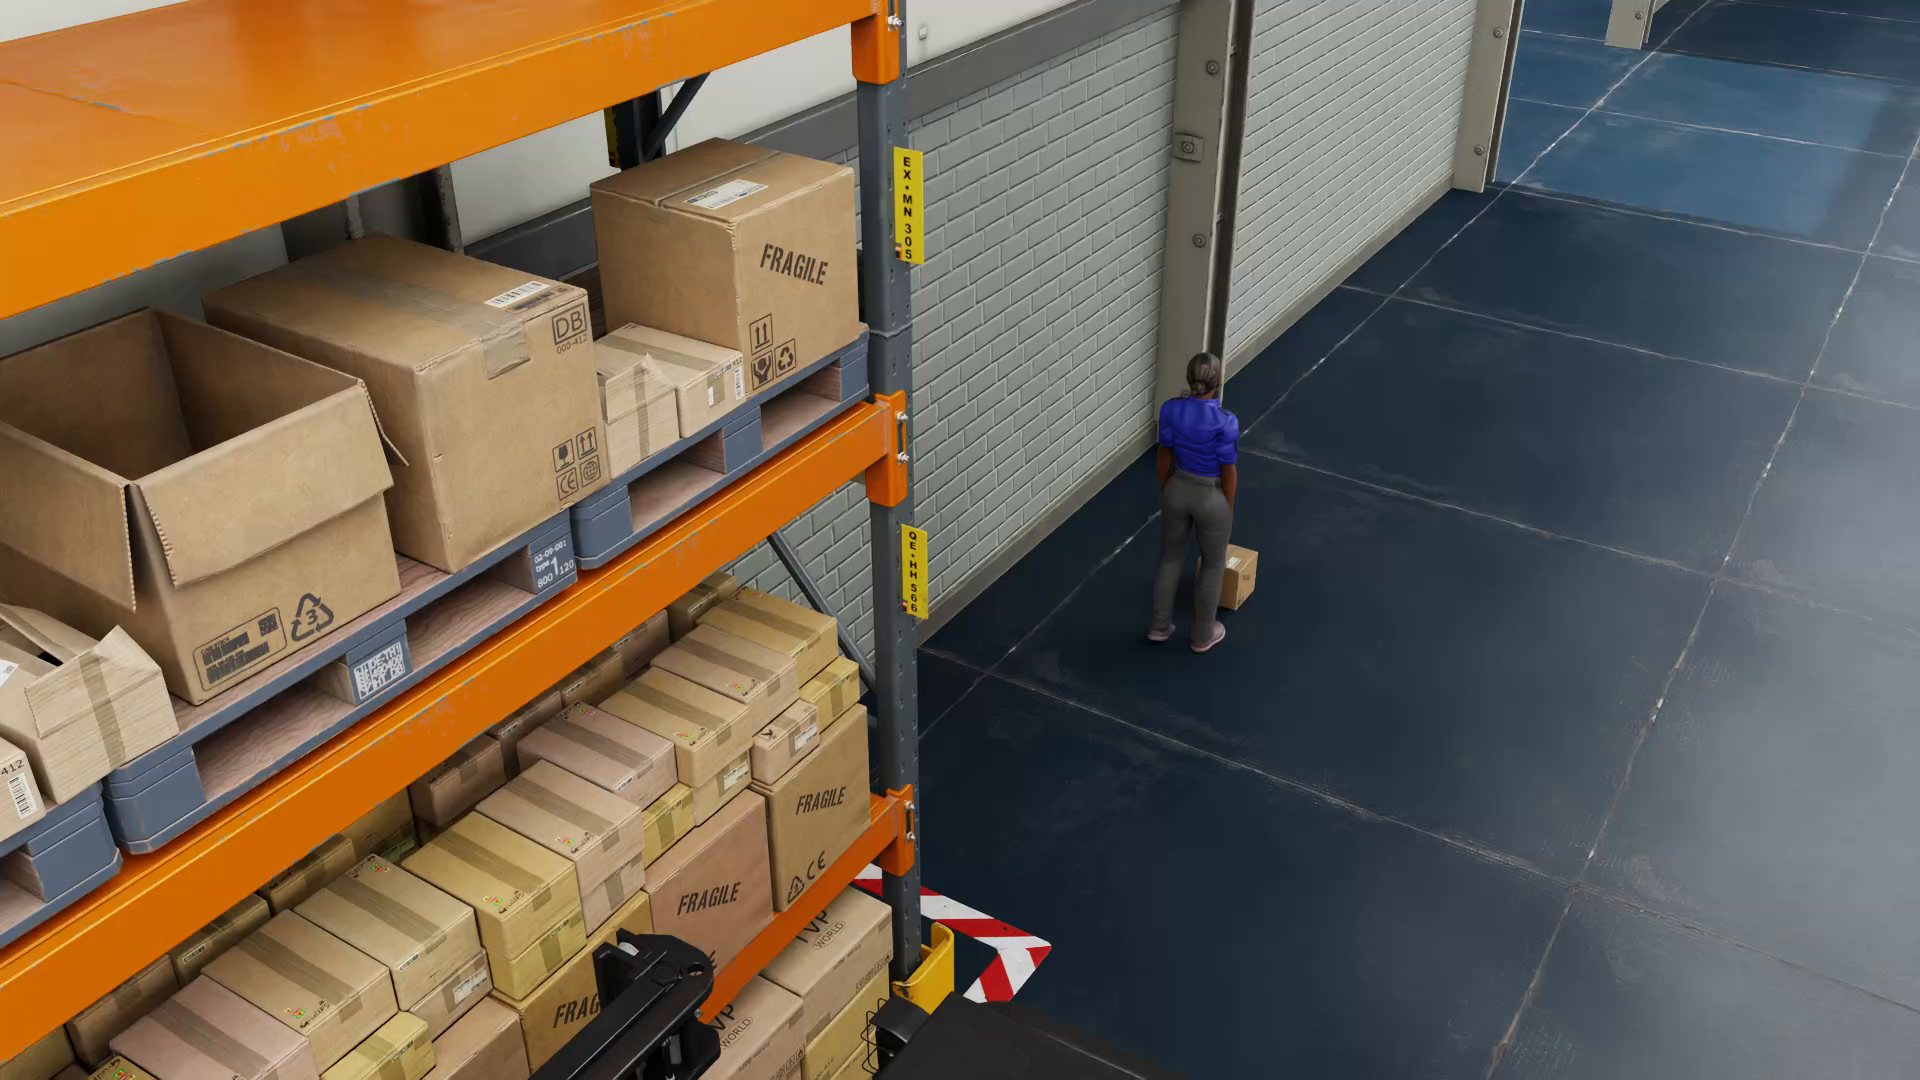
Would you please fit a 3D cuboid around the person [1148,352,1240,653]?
[{"bbox_3d":[1.196,-0.180,8.482,0.435,1.695,0.339,19,35,28],"label":"person"}]
